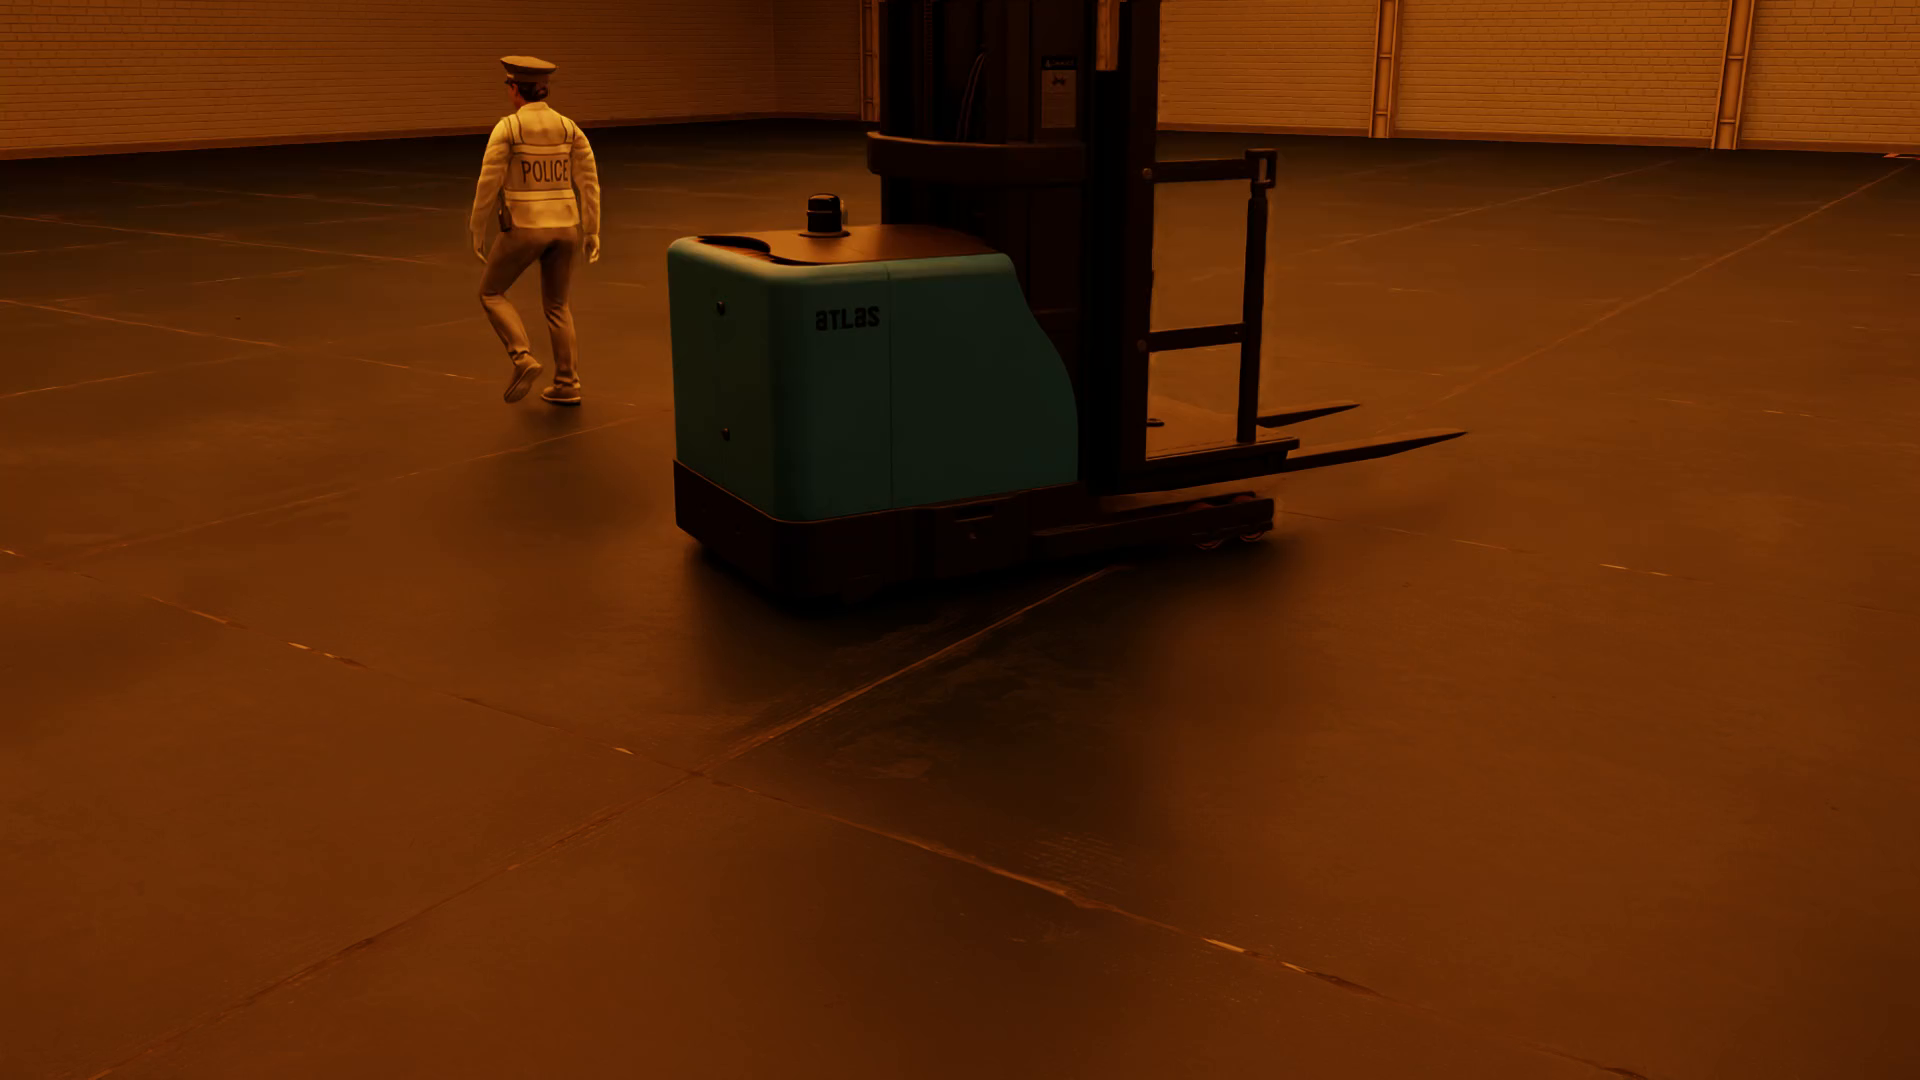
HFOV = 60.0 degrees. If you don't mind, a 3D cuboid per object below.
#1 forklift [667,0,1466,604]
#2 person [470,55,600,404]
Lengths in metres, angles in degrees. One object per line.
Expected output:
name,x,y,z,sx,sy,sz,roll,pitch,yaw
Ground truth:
forklift,0.533,-1.491,5.817,3.031,2.935,1.130,-9,19,-28
person,-2.060,-1.475,8.006,0.624,1.652,0.432,-14,22,-39
